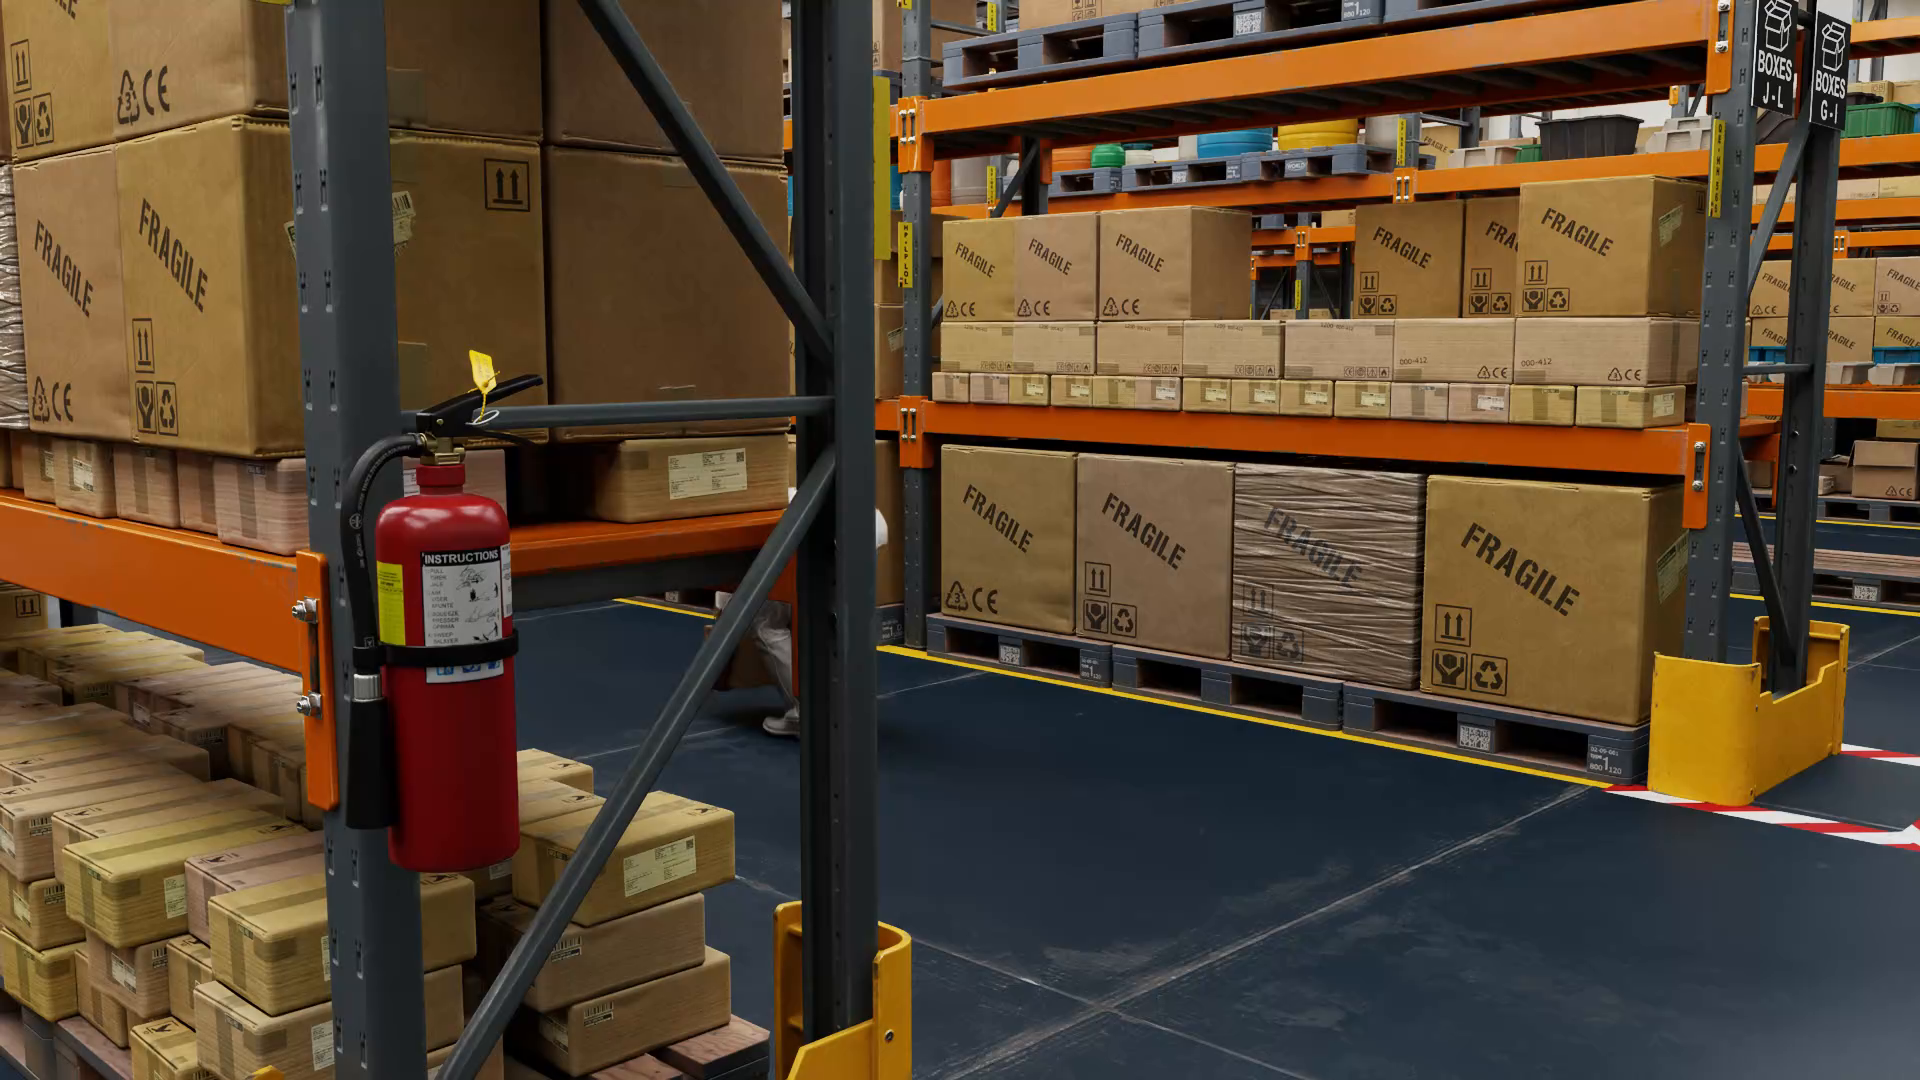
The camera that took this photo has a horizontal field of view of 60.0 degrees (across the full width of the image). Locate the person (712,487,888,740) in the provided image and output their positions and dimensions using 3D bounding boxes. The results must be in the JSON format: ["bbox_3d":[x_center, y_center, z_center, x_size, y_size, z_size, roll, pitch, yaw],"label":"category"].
[{"bbox_3d":[-0.748,0.267,6.983,0.979,1.031,0.498,6,9,41],"label":"person"}]
